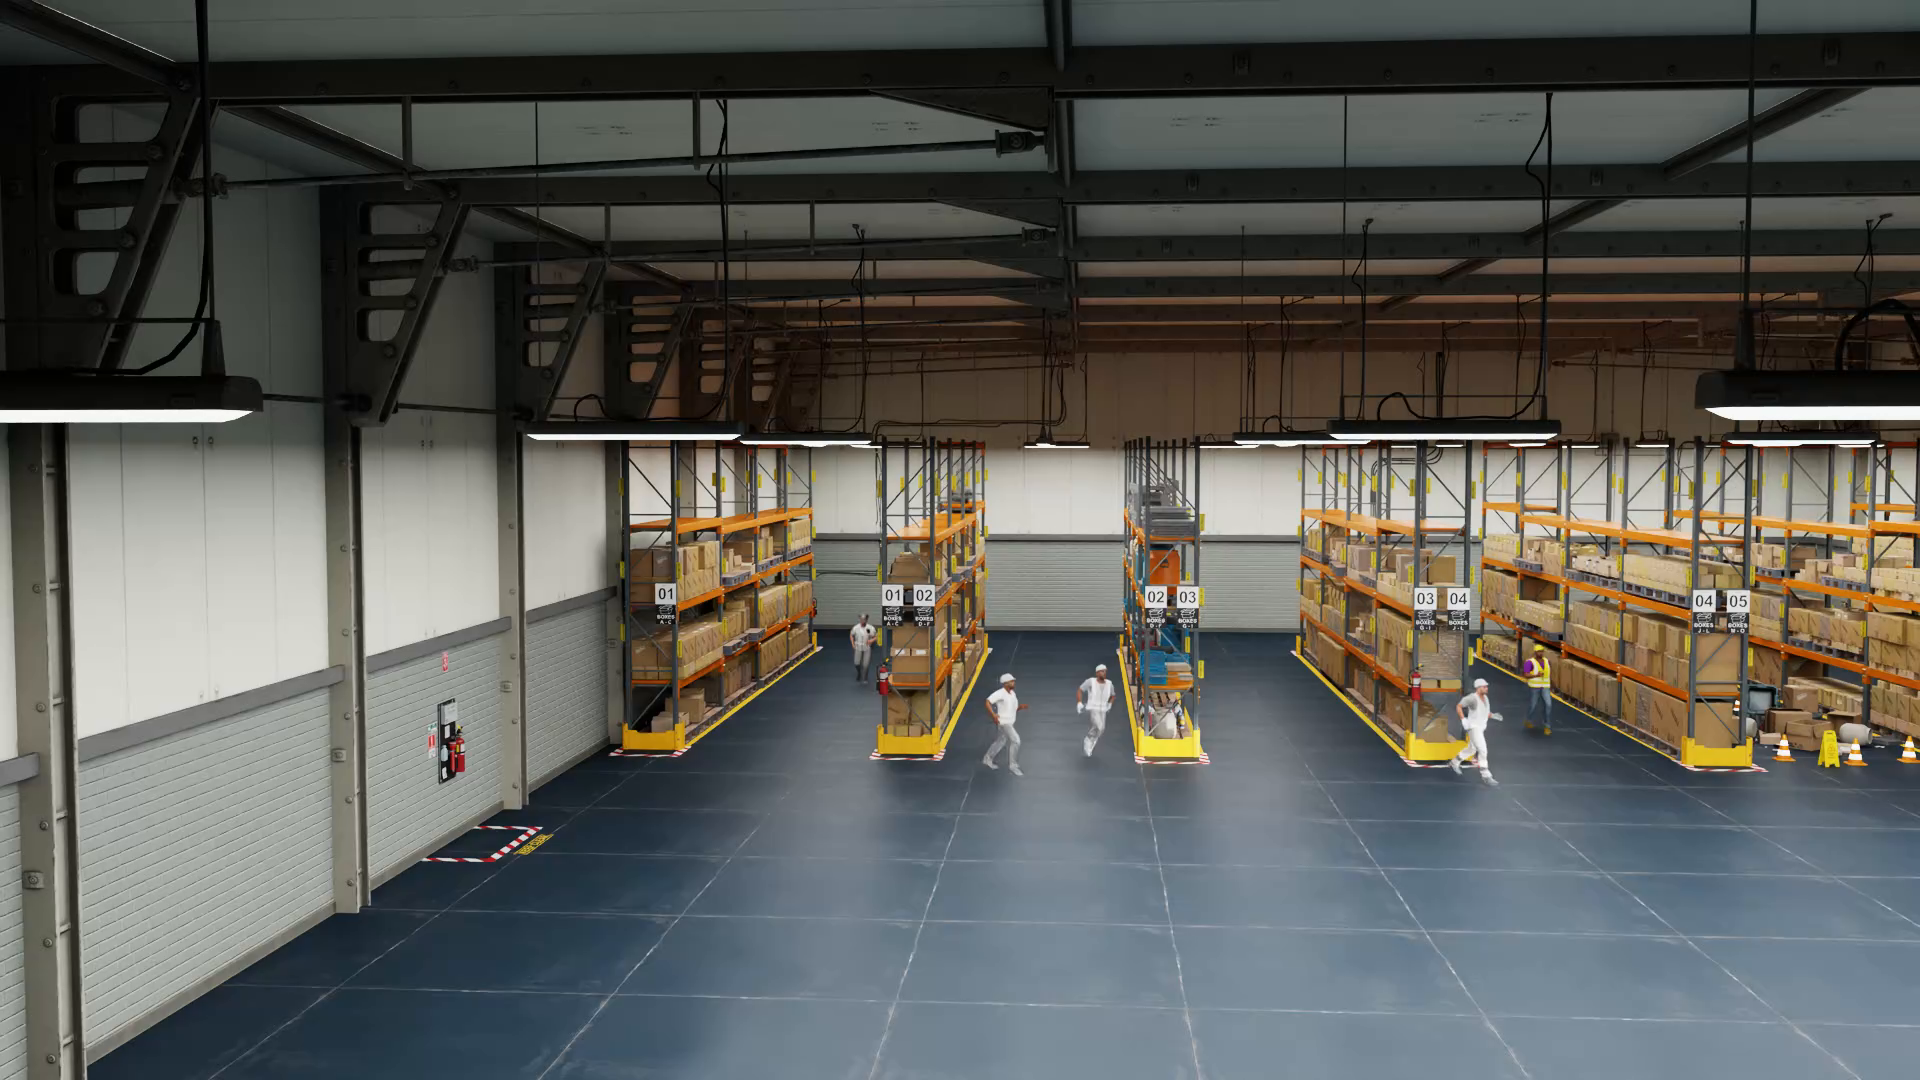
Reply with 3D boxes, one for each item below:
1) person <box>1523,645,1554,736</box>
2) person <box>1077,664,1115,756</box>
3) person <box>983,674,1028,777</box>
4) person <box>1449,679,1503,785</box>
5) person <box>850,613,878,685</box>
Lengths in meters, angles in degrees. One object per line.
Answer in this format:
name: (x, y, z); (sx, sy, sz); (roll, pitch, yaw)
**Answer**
person: (11.739, 3.029, 33.741); (0.676, 1.823, 0.791); (0, 3, -4)
person: (2.594, 3.192, 31.081); (0.720, 1.711, 0.617); (-1, 3, -23)
person: (0.765, 3.266, 29.423); (0.866, 1.814, 0.710); (1, 3, 23)
person: (8.914, 3.282, 28.837); (0.613, 1.792, 0.997); (-3, 4, -44)
person: (-2.369, 2.668, 40.681); (0.710, 1.757, 0.529); (0, 3, 5)
